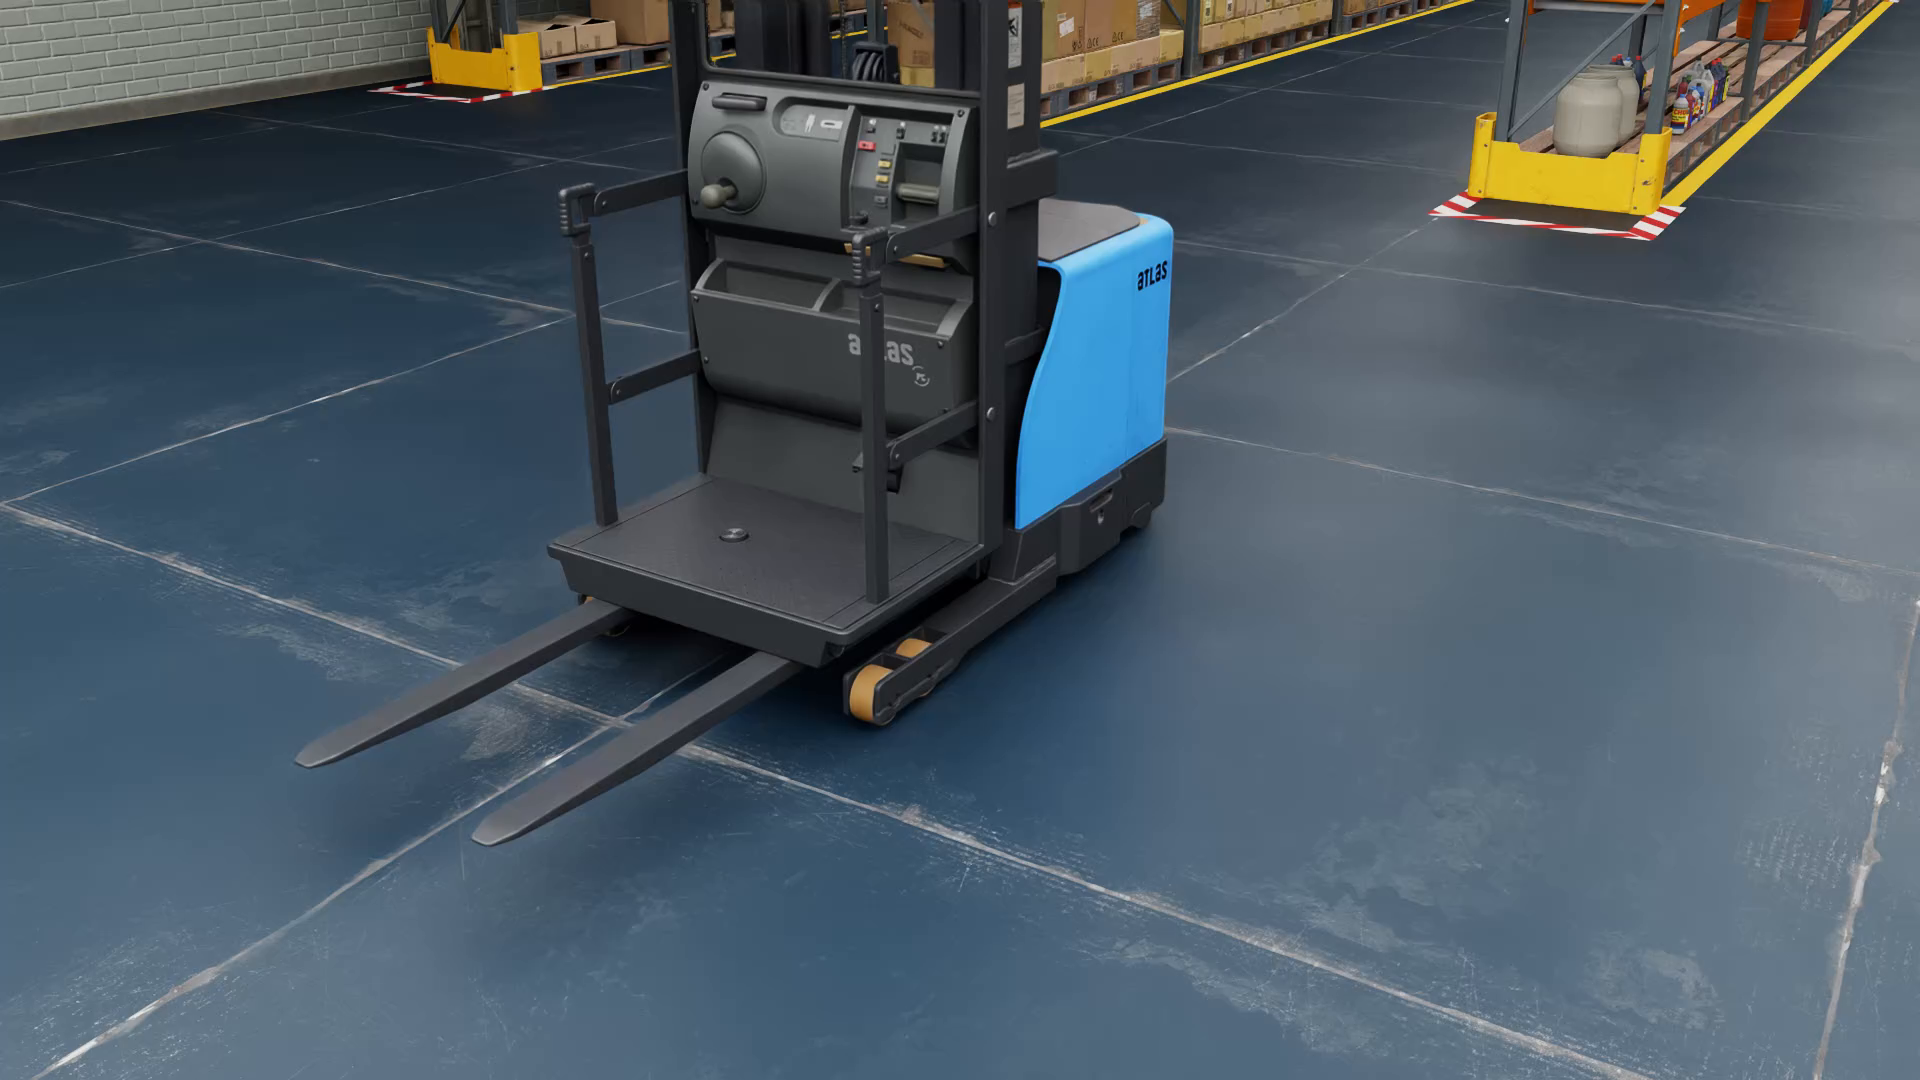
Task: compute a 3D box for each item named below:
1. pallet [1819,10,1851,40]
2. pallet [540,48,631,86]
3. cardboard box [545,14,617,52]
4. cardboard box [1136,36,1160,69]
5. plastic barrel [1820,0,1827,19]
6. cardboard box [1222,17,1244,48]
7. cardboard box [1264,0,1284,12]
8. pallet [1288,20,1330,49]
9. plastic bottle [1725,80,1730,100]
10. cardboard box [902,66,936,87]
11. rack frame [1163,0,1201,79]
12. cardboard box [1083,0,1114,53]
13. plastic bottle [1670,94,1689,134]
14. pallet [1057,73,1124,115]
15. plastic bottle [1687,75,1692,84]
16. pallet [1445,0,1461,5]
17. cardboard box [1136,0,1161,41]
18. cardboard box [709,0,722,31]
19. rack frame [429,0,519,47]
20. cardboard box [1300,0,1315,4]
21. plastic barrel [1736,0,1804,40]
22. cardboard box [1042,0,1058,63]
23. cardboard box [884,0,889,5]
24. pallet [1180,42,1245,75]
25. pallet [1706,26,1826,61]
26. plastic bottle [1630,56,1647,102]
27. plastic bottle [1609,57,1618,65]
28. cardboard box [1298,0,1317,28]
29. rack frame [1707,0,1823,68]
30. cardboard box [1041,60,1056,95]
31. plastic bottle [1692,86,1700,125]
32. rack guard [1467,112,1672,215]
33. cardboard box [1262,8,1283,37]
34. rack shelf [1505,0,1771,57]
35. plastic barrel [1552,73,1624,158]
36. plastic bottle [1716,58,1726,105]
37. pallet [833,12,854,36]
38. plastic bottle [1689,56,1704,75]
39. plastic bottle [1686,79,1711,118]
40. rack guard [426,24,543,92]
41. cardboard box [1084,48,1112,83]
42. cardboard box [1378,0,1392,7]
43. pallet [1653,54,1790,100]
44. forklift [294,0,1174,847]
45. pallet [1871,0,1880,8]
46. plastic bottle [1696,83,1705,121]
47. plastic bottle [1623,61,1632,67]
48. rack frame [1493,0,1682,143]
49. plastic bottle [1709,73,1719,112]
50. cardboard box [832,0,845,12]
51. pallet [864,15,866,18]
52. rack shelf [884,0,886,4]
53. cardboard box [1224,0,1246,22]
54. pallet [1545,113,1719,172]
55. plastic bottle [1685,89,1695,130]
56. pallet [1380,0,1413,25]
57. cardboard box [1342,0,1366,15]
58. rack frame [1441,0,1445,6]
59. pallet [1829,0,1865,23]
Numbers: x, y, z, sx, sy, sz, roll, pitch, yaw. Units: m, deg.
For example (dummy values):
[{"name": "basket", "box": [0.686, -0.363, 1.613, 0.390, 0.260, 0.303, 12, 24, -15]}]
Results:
[{"name": "pallet", "box": [9.818, -6.075, 19.518, 1.003, 0.211, 1.213, 14, 27, 29]}, {"name": "pallet", "box": [-3.987, -4.645, 16.215, 1.003, 0.211, 1.213, 14, 27, 29]}, {"name": "cardboard box", "box": [-3.744, -5.008, 16.372, 0.500, 0.311, 0.500, 16, 28, 33]}, {"name": "cardboard box", "box": [1.503, -4.508, 15.319, 0.500, 0.250, 0.500, 14, 27, 29]}, {"name": "plastic barrel", "box": [9.586, -6.417, 18.911, 0.600, 0.901, 0.708, 14, 27, 29]}, {"name": "cardboard box", "box": [2.528, -5.133, 16.764, 0.500, 0.250, 0.500, 15, 27, 30]}, {"name": "cardboard box", "box": [3.074, -5.740, 17.461, 0.500, 0.311, 0.500, 15, 27, 30]}, {"name": "pallet", "box": [3.477, -5.746, 18.758, 1.003, 0.211, 1.213, 14, 27, 29]}, {"name": "plastic bottle", "box": [6.114, -3.636, 13.343, 0.097, 0.201, 0.097, 0, 23, 0]}, {"name": "cardboard box", "box": [-0.244, -3.769, 13.614, 0.500, 0.250, 0.500, 14, 27, 29]}, {"name": "rack frame", "box": [1.834, -5.946, 15.709, 1.000, 3.000, 0.127, 14, 27, 29]}, {"name": "cardboard box", "box": [0.990, -4.511, 14.383, 0.500, 0.500, 0.500, 14, 27, 29]}, {"name": "plastic bottle", "box": [5.152, -3.053, 11.907, 0.097, 0.271, 0.097, 0, 23, 0]}, {"name": "pallet", "box": [0.737, -3.993, 14.708, 1.003, 0.211, 1.213, 14, 27, 29]}, {"name": "plastic bottle", "box": [5.574, -3.423, 12.747, 0.061, 0.283, 0.133, 14, 27, 29]}, {"name": "pallet", "box": [6.417, -7.598, 23.035, 1.003, 0.211, 1.213, 14, 27, 29]}, {"name": "cardboard box", "box": [1.502, -4.852, 15.171, 0.500, 0.500, 0.500, 14, 27, 29]}, {"name": "cardboard box", "box": [-2.889, -5.679, 17.684, 0.500, 0.500, 0.500, 12, 26, 25]}, {"name": "rack frame", "box": [-4.486, -5.632, 14.985, 1.000, 3.000, 0.127, 14, 27, 29]}, {"name": "cardboard box", "box": [3.609, -6.079, 18.243, 0.500, 0.311, 0.500, 13, 27, 28]}, {"name": "plastic barrel", "box": [8.394, -5.622, 17.164, 0.600, 0.830, 0.708, 14, 27, 29]}, {"name": "cardboard box", "box": [0.458, -4.174, 13.605, 0.500, 0.500, 0.500, 14, 27, 29]}, {"name": "cardboard box", "box": [-1.210, -6.810, 20.298, 0.700, 0.500, 0.500, 14, 27, 29]}, {"name": "pallet", "box": [2.190, -4.923, 16.856, 1.003, 0.211, 1.213, 14, 27, 29]}, {"name": "pallet", "box": [8.531, -5.252, 17.615, 1.003, 0.211, 1.213, 14, 27, 29]}, {"name": "plastic bottle", "box": [5.385, -3.677, 13.249, 0.144, 0.351, 0.185, 14, 27, 29]}, {"name": "plastic bottle", "box": [5.163, -3.643, 13.171, 0.144, 0.351, 0.185, 13, 26, 27]}, {"name": "cardboard box", "box": [3.605, -5.823, 18.358, 0.500, 0.250, 0.500, 14, 27, 28]}, {"name": "rack frame", "box": [8.151, -6.256, 16.426, 1.000, 3.000, 0.127, 14, 27, 29]}, {"name": "cardboard box", "box": [0.457, -3.830, 13.755, 0.500, 0.250, 0.500, 14, 27, 29]}, {"name": "plastic bottle", "box": [5.385, -3.202, 12.252, 0.097, 0.271, 0.097, 0, 23, 0]}, {"name": "rack guard", "box": [3.931, -2.445, 10.768, 1.175, 0.500, 0.348, 14, 27, 29]}, {"name": "cardboard box", "box": [3.068, -5.480, 17.565, 0.500, 0.250, 0.500, 14, 27, 30]}, {"name": "rack shelf", "box": [4.986, -3.901, 11.892, 1.077, 0.370, 4.000, 14, 27, 29]}, {"name": "plastic barrel", "box": [4.213, -2.846, 11.150, 0.421, 0.512, 0.421, 0, 23, 0]}, {"name": "plastic bottle", "box": [5.946, -3.615, 13.105, 0.144, 0.351, 0.185, 13, 27, 28]}, {"name": "pallet", "box": [-1.967, -5.966, 19.265, 1.003, 0.211, 1.213, 14, 27, 29]}, {"name": "plastic bottle", "box": [5.823, -3.645, 13.175, 0.144, 0.351, 0.185, 14, 27, 29]}, {"name": "plastic bottle", "box": [5.585, -3.353, 12.594, 0.152, 0.276, 0.135, 14, 27, 30]}, {"name": "rack guard", "box": [-4.446, -4.511, 15.541, 1.175, 0.500, 0.348, 14, 27, 29]}, {"name": "cardboard box", "box": [0.989, -4.167, 14.532, 0.500, 0.250, 0.500, 14, 27, 29]}, {"name": "cardboard box", "box": [4.968, -6.790, 20.252, 0.500, 0.500, 0.500, 13, 27, 28]}, {"name": "pallet", "box": [7.065, -4.313, 15.448, 1.003, 0.211, 1.213, 14, 27, 29]}, {"name": "forklift", "box": [-0.494, -1.048, 4.481, 1.130, 2.935, 3.031, 14, 27, 30]}, {"name": "pallet", "box": [11.903, -7.407, 22.593, 1.003, 0.211, 1.213, 14, 27, 29]}, {"name": "plastic bottle", "box": [5.492, -3.271, 12.410, 0.097, 0.271, 0.097, 0, 23, 0]}, {"name": "plastic bottle", "box": [5.353, -3.728, 13.460, 0.152, 0.276, 0.135, 15, 28, 31]}, {"name": "rack frame", "box": [3.931, -3.556, 10.189, 1.000, 3.000, 0.127, 14, 27, 29]}, {"name": "plastic bottle", "box": [5.794, -3.455, 12.822, 0.061, 0.283, 0.133, 16, 28, 32]}, {"name": "cardboard box", "box": [-1.772, -6.474, 19.522, 0.700, 0.500, 0.500, 13, 27, 28]}, {"name": "pallet", "box": [-0.679, -6.789, 21.168, 1.003, 0.211, 1.213, 14, 27, 29]}, {"name": "rack shelf", "box": [0.779, -4.941, 14.292, 1.077, 0.370, 4.000, 14, 27, 29]}, {"name": "cardboard box", "box": [2.533, -5.389, 16.649, 0.500, 0.311, 0.500, 14, 27, 28]}, {"name": "pallet", "box": [5.008, -2.995, 12.403, 1.003, 0.211, 1.213, 14, 27, 29]}, {"name": "plastic bottle", "box": [5.287, -3.131, 12.072, 0.061, 0.283, 0.133, 14, 27, 30]}, {"name": "pallet", "box": [5.015, -6.670, 20.892, 1.003, 0.211, 1.213, 14, 27, 29]}, {"name": "cardboard box", "box": [4.427, -6.444, 19.453, 0.500, 0.500, 0.500, 15, 28, 31]}, {"name": "rack frame", "box": [6.054, -8.646, 21.946, 1.000, 3.000, 0.127, 14, 27, 29]}, {"name": "pallet", "box": [10.616, -6.583, 20.691, 1.003, 0.211, 1.213, 14, 27, 29]}]
